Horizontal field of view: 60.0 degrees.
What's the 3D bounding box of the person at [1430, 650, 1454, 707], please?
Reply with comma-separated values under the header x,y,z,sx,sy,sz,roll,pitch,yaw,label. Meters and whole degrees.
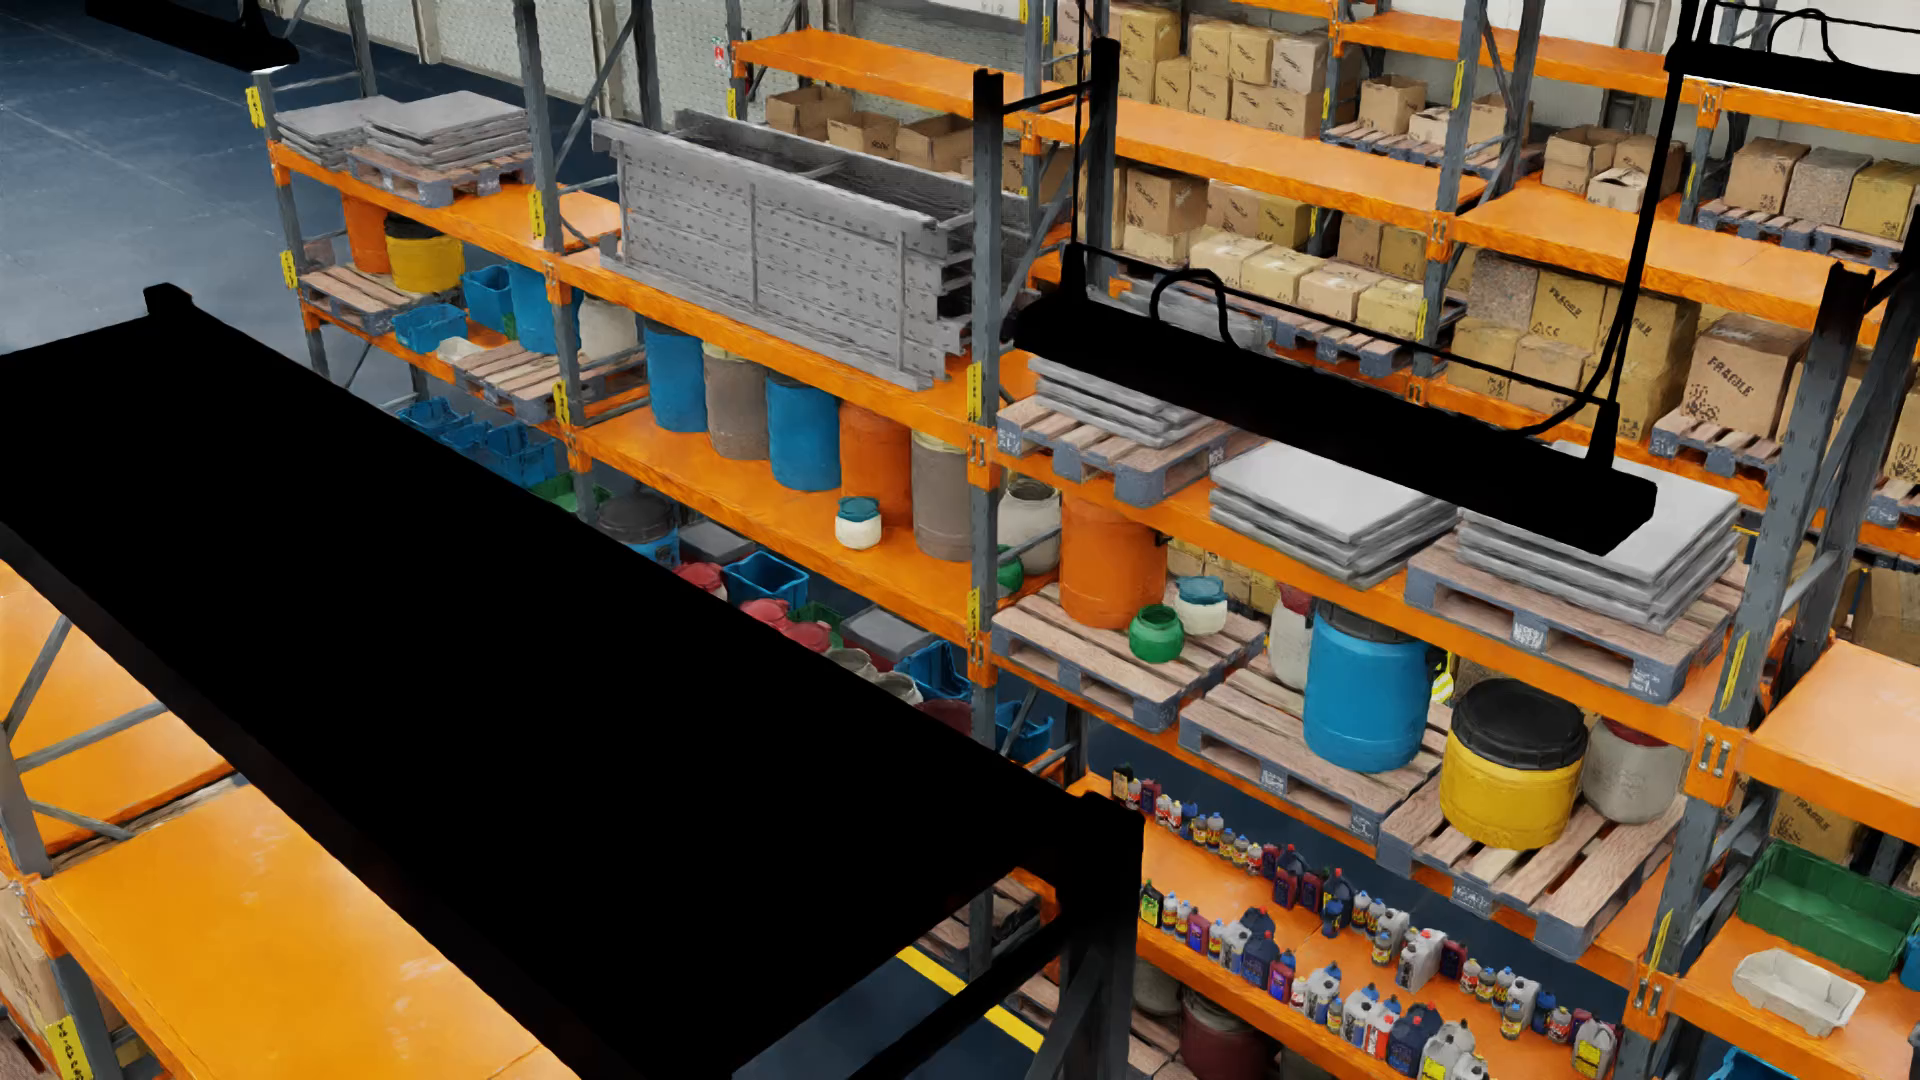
x,y,z,sx,sy,sz,roll,pitch,yaw,label
3.461,1.105,12.523,0.574,1.688,1.108,-26,38,-38,person
